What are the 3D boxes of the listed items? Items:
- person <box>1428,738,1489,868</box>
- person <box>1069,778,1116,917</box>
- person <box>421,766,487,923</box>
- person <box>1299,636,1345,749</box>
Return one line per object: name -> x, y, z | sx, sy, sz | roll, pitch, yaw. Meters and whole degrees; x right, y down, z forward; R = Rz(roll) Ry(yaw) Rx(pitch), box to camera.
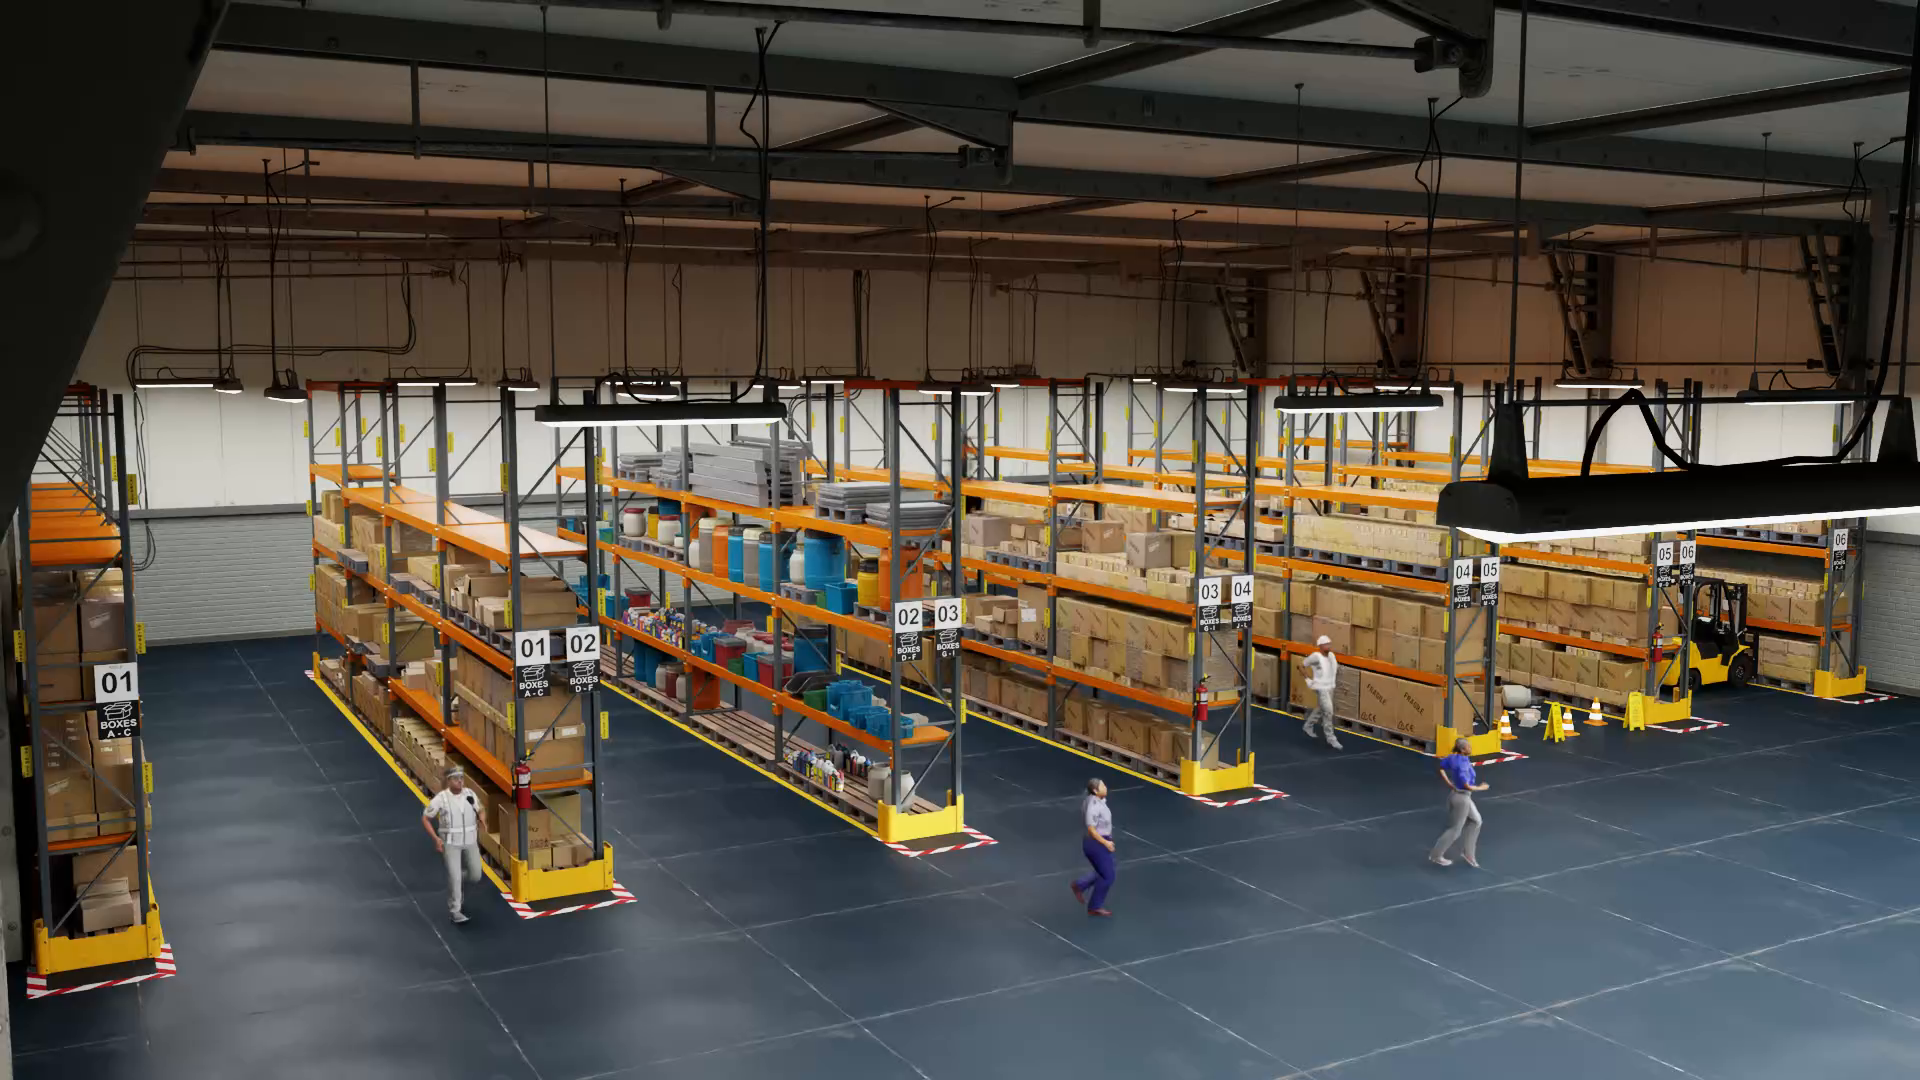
person -> 6.255, 3.311, 20.851 | 0.726, 1.705, 0.576 | 1, 6, 7
person -> 1.542, 3.516, 19.099 | 0.521, 1.617, 0.603 | 0, 6, 1
person -> -5.761, 3.448, 19.042 | 0.724, 1.741, 0.737 | -5, 8, -39
person -> 6.037, 2.491, 27.618 | 0.671, 1.818, 0.897 | -6, 8, -43
